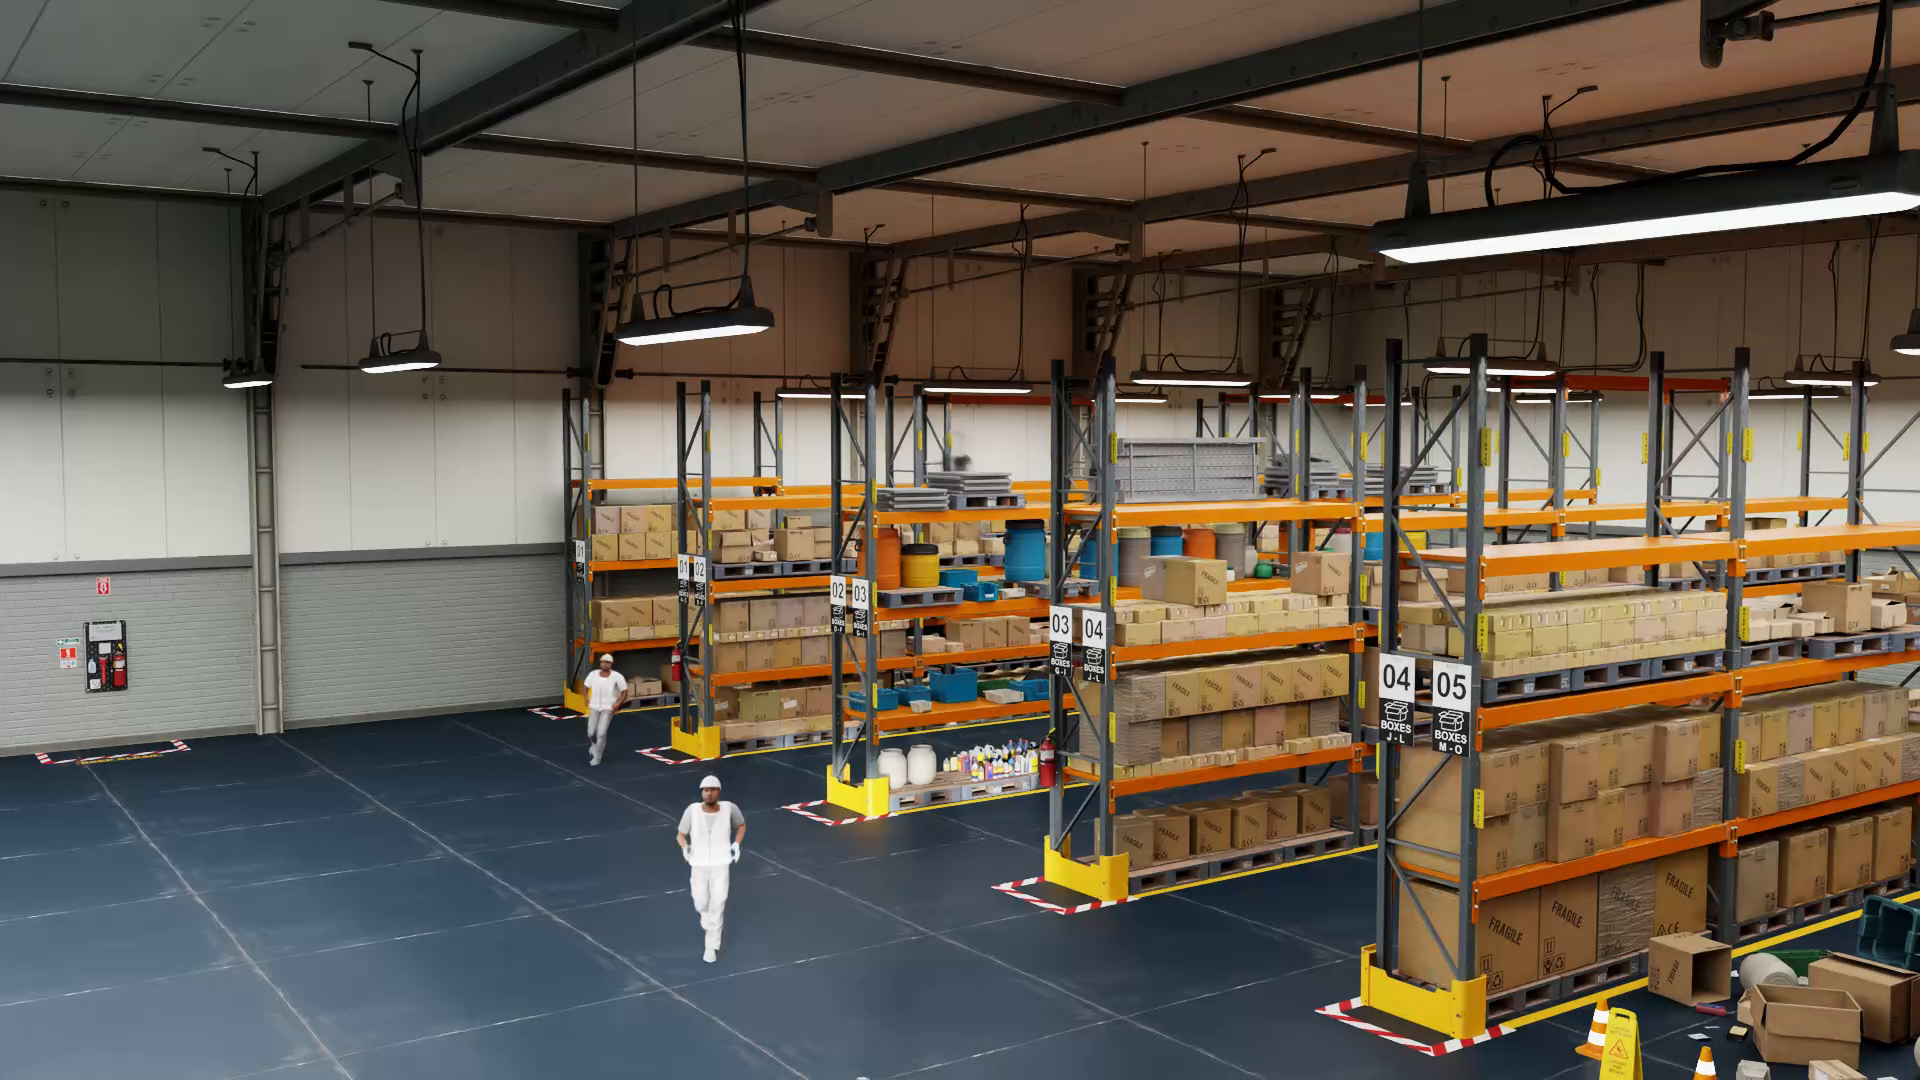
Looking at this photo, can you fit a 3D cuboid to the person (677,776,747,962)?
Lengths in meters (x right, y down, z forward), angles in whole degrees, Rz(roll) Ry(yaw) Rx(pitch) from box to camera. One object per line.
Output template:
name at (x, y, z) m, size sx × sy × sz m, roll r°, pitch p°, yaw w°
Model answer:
person at (-2.472, 3.221, 16.553) m, size 0.681 × 1.766 × 0.878 m, roll 0°, pitch 4°, yaw -5°

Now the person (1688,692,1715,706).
person at (10.102, 2.819, 22.655) m, size 0.748 × 1.828 × 0.644 m, roll -3°, pitch 5°, yaw -43°

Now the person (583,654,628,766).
person at (-5.569, 2.646, 26.076) m, size 0.713 × 1.744 × 0.539 m, roll 0°, pitch 4°, yaw 1°
